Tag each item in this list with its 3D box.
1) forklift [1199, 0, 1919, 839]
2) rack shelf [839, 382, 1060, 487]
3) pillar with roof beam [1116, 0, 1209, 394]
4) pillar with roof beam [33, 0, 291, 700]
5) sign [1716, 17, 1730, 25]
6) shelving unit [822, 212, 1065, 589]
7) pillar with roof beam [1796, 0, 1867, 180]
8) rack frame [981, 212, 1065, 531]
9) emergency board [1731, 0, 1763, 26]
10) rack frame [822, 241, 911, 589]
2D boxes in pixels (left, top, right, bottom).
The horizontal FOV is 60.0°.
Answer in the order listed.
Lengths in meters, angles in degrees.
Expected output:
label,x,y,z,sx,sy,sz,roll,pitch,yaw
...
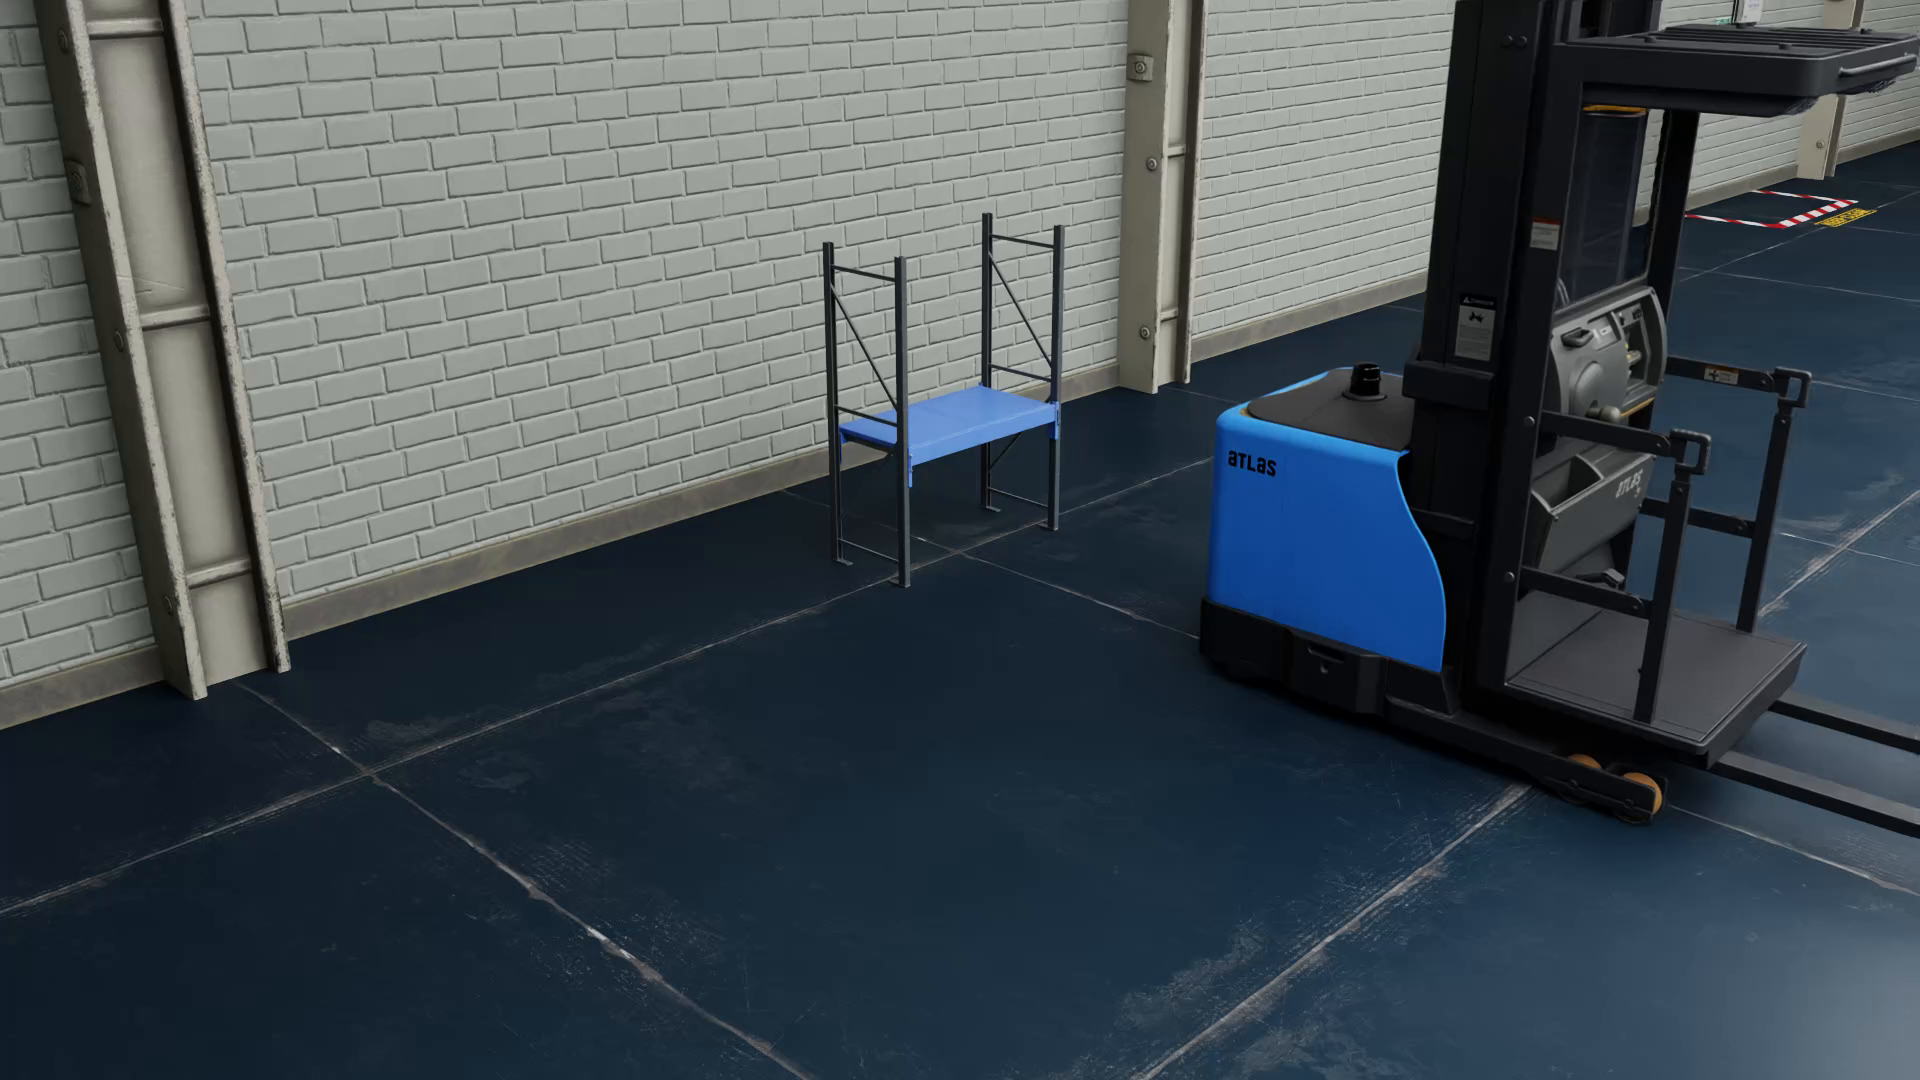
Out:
label,x,y,z,sx,sy,sz,roll,pitch,yaw
forklift,2.398,-0.628,5.622,3.031,2.935,1.130,18,27,39
rack shelf,-0.060,-0.510,7.813,0.538,0.185,1.000,19,28,41
pillar with roof beam,4.323,-4.131,6.280,9.100,9.000,0.400,19,28,41
pillar with roof beam,0.137,-2.589,2.268,9.100,9.000,0.400,19,28,41
sign,7.408,-5.014,16.151,0.001,0.109,0.331,19,28,41
shelving unit,-0.060,-0.678,7.748,0.538,1.500,1.048,19,28,41
pillar with roof beam,12.694,-7.216,14.306,9.100,9.000,0.400,19,28,41
rack frame,0.295,-0.809,8.088,0.500,1.500,0.032,19,28,41
emergency board,7.859,-4.868,16.558,0.194,1.169,0.643,19,28,41
rack frame,-0.414,-0.547,7.408,0.500,1.500,0.032,19,28,41
